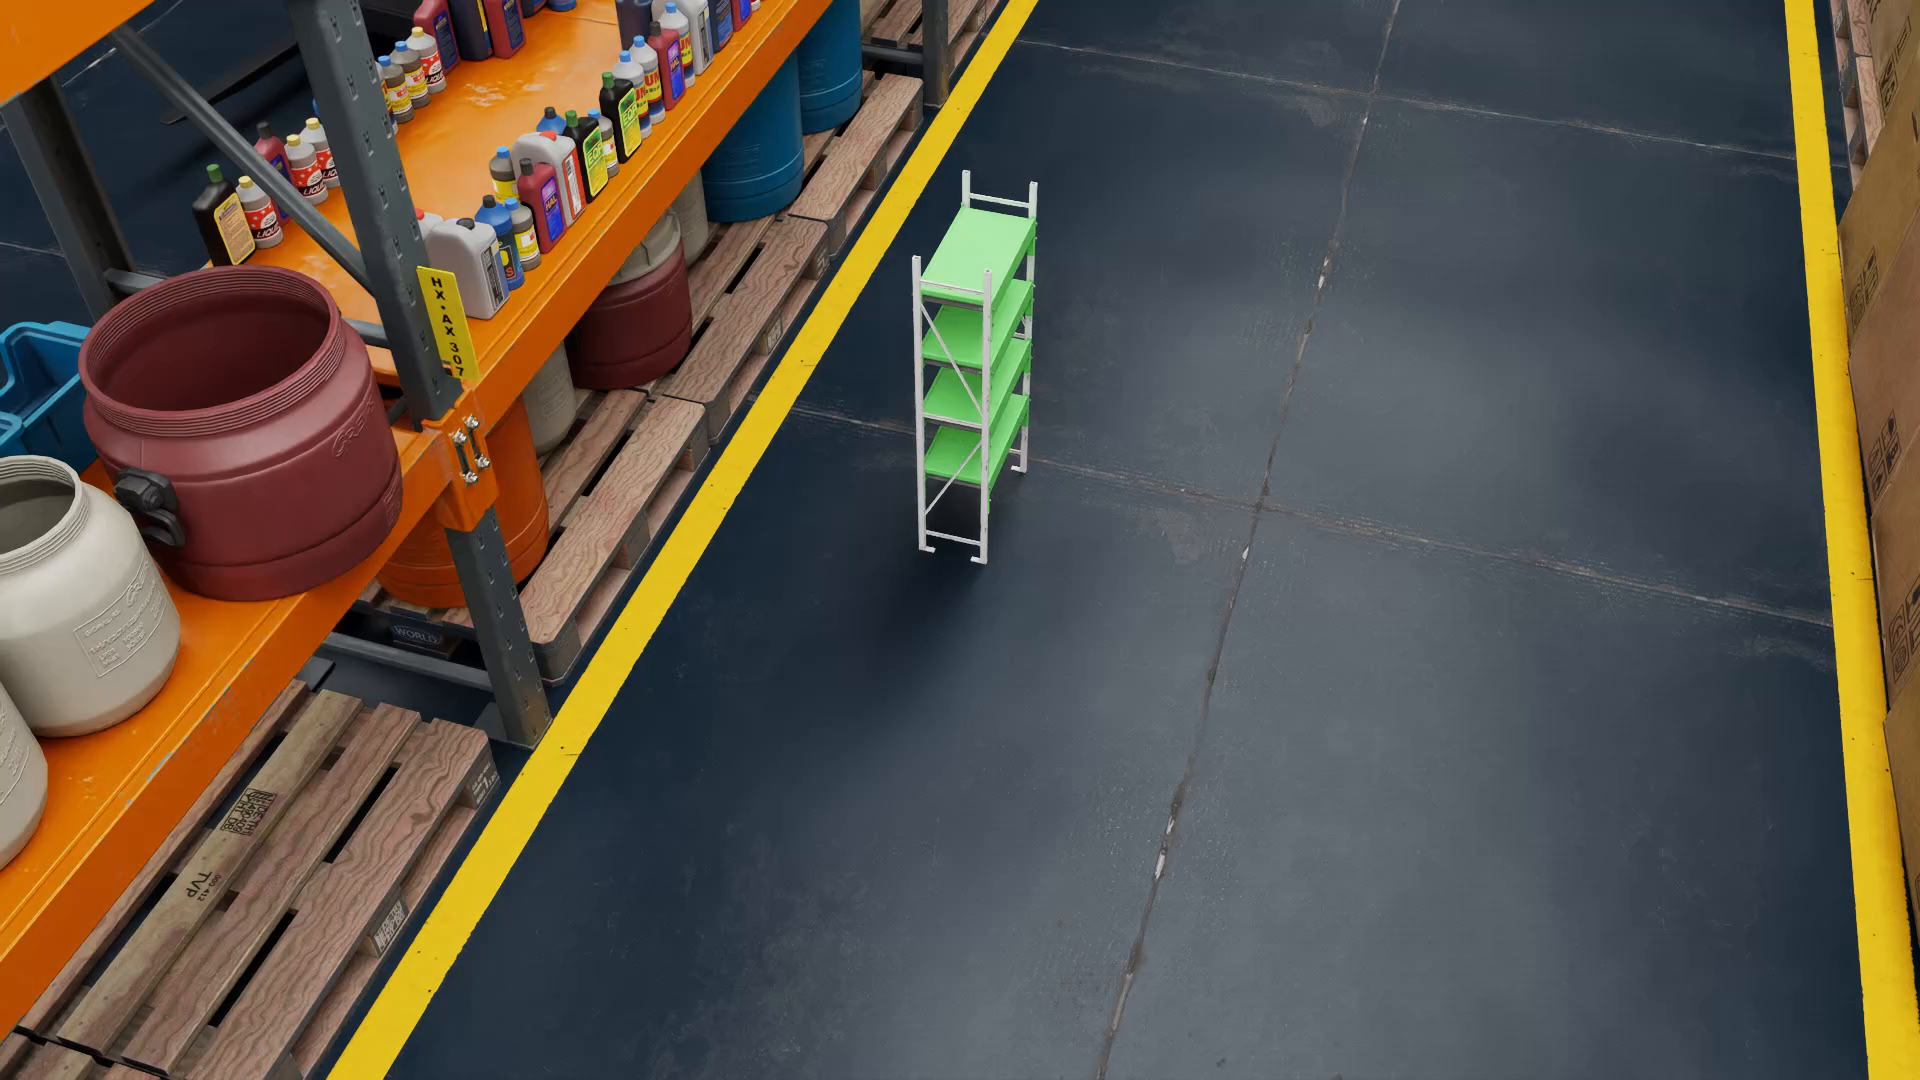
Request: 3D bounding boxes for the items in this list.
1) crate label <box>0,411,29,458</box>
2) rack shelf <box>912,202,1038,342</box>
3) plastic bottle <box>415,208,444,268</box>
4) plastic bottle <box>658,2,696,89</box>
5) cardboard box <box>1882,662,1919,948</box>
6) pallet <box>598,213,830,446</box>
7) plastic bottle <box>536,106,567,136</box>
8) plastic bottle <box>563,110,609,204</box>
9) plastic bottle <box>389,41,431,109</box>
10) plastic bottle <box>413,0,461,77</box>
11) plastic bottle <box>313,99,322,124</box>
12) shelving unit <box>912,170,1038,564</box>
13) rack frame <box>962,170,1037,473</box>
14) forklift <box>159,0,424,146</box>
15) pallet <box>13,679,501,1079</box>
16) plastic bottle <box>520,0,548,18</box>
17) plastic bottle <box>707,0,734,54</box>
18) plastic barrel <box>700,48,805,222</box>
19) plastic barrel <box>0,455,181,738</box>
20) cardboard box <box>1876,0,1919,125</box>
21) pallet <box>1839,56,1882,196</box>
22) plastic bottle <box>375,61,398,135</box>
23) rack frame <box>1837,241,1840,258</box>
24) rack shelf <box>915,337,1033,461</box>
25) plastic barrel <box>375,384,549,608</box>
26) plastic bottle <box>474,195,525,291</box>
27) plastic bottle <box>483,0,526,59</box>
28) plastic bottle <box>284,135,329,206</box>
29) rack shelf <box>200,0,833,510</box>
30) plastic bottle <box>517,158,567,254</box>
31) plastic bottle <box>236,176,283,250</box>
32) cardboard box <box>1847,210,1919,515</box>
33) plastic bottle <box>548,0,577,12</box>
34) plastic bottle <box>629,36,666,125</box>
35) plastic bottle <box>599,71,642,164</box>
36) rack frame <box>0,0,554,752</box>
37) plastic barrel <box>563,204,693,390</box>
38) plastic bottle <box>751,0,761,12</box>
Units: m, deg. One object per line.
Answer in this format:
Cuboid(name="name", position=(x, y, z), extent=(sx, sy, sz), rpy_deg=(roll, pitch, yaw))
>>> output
Cuboid(name="crate label", position=(-2.318, 0.021, 3.558), extent=(0.502, 0.435, 0.616), rpy_deg=(13, 46, 13))
Cuboid(name="rack shelf", position=(0.050, -0.837, 5.152), extent=(0.258, 0.148, 0.480), rpy_deg=(13, 46, 12))
Cuboid(name="plastic bottle", position=(-1.465, -0.779, 4.490), extent=(0.152, 0.276, 0.135), rpy_deg=(13, 46, 13))
Cuboid(name="plastic bottle", position=(-0.909, -1.586, 5.318), extent=(0.097, 0.271, 0.097), rpy_deg=(0, 44, 0))
Cuboid(name="cardboard box", position=(3.190, 0.632, 4.178), extent=(1.225, 0.875, 0.875), rpy_deg=(11, 45, 11))
Cuboid(name="pallet", position=(-1.189, -0.919, 6.538), extent=(1.003, 0.211, 1.213), rpy_deg=(13, 46, 13))
Cuboid(name="plastic bottle", position=(-1.177, -1.138, 4.860), extent=(0.097, 0.271, 0.097), rpy_deg=(0, 44, 0))
Cuboid(name="plastic bottle", position=(-1.096, -1.137, 4.851), extent=(0.061, 0.283, 0.133), rpy_deg=(13, 46, 13))
Cuboid(name="plastic bottle", position=(-1.744, -1.476, 5.256), extent=(0.097, 0.201, 0.097), rpy_deg=(0, 44, 0))
Cuboid(name="plastic bottle", position=(-1.697, -1.651, 5.376), extent=(0.061, 0.283, 0.133), rpy_deg=(13, 46, 13))
Cuboid(name="plastic bottle", position=(-1.862, -1.242, 4.966), extent=(0.097, 0.271, 0.097), rpy_deg=(0, 44, 0))
Cuboid(name="shelving unit", position=(0.050, -0.539, 5.443), extent=(0.258, 1.200, 0.503), rpy_deg=(13, 46, 12))
Cuboid(name="rack frame", position=(0.124, -0.702, 5.609), extent=(0.240, 1.200, 0.015), rpy_deg=(13, 46, 12))
Cuboid(name="forklift", position=(-2.585, -3.589, 7.322), extent=(1.130, 2.935, 3.031), rpy_deg=(18, 47, 18))
Cuboid(name="pallet", position=(-2.031, 0.934, 4.645), extent=(1.003, 0.211, 1.213), rpy_deg=(13, 46, 13))
Cuboid(name="plastic bottle", position=(-1.513, -1.985, 5.669), extent=(0.144, 0.351, 0.185), rpy_deg=(13, 46, 13))
Cuboid(name="plastic bottle", position=(-0.848, -1.803, 5.483), extent=(0.144, 0.351, 0.185), rpy_deg=(13, 46, 13))
Cuboid(name="plastic barrel", position=(-0.943, -1.806, 6.651), extent=(0.600, 0.901, 0.708), rpy_deg=(13, 46, 13))
Cuboid(name="plastic barrel", position=(-1.867, 0.120, 3.403), extent=(0.421, 0.512, 0.421), rpy_deg=(0, 44, 0))
Cuboid(name="cardboard box", position=(4.448, -2.002, 6.870), extent=(0.875, 0.875, 0.875), rpy_deg=(13, 46, 13))
Cuboid(name="pallet", position=(4.477, -1.682, 7.318), extent=(1.003, 0.211, 1.213), rpy_deg=(13, 46, 13))
Cuboid(name="plastic bottle", position=(-1.803, -1.371, 5.099), extent=(0.097, 0.271, 0.097), rpy_deg=(0, 44, 0))
Cuboid(name="rack frame", position=(4.172, -2.188, 5.841), extent=(1.000, 3.000, 0.127), rpy_deg=(13, 46, 13))
Cuboid(name="rack shelf", position=(0.050, -0.494, 5.488), extent=(0.258, 0.148, 0.480), rpy_deg=(13, 46, 12))
Cuboid(name="plastic barrel", position=(-1.627, -0.275, 5.138), extent=(0.600, 0.830, 0.708), rpy_deg=(13, 46, 13))
Cuboid(name="plastic bottle", position=(-1.259, -0.816, 4.532), extent=(0.097, 0.271, 0.097), rpy_deg=(0, 44, 0))
Cuboid(name="plastic bottle", position=(-1.504, -1.744, 5.471), extent=(0.061, 0.283, 0.133), rpy_deg=(13, 46, 13))
Cuboid(name="plastic bottle", position=(-1.921, -1.087, 4.858), extent=(0.097, 0.201, 0.097), rpy_deg=(0, 44, 0))
Cuboid(name="rack shelf", position=(-1.154, -1.647, 5.803), extent=(1.077, 0.370, 4.000), rpy_deg=(13, 46, 13))
Cuboid(name="plastic bottle", position=(-1.177, -0.959, 4.668), extent=(0.061, 0.283, 0.133), rpy_deg=(13, 46, 13))
Cuboid(name="plastic bottle", position=(-1.991, -0.933, 4.701), extent=(0.097, 0.201, 0.097), rpy_deg=(0, 44, 0))
Cuboid(name="cardboard box", position=(3.728, -0.552, 5.388), extent=(1.225, 0.875, 0.875), rpy_deg=(11, 45, 11))
Cuboid(name="plastic bottle", position=(-1.385, -1.960, 5.700), extent=(0.097, 0.271, 0.097), rpy_deg=(0, 44, 0))
Cuboid(name="plastic bottle", position=(-0.979, -1.432, 5.161), extent=(0.097, 0.271, 0.097), rpy_deg=(0, 44, 0))
Cuboid(name="plastic bottle", position=(-1.026, -1.291, 5.008), extent=(0.061, 0.283, 0.133), rpy_deg=(13, 46, 13))
Cuboid(name="rack frame", position=(-1.759, -0.571, 4.189), extent=(1.000, 3.000, 0.127), rpy_deg=(13, 46, 13))
Cuboid(name="plastic barrel", position=(-1.285, -0.942, 5.991), extent=(0.600, 0.588, 0.708), rpy_deg=(13, 46, 13))
Cuboid(name="plastic bottle", position=(-0.743, -1.928, 5.718), extent=(0.097, 0.201, 0.097), rpy_deg=(0, 44, 0))
